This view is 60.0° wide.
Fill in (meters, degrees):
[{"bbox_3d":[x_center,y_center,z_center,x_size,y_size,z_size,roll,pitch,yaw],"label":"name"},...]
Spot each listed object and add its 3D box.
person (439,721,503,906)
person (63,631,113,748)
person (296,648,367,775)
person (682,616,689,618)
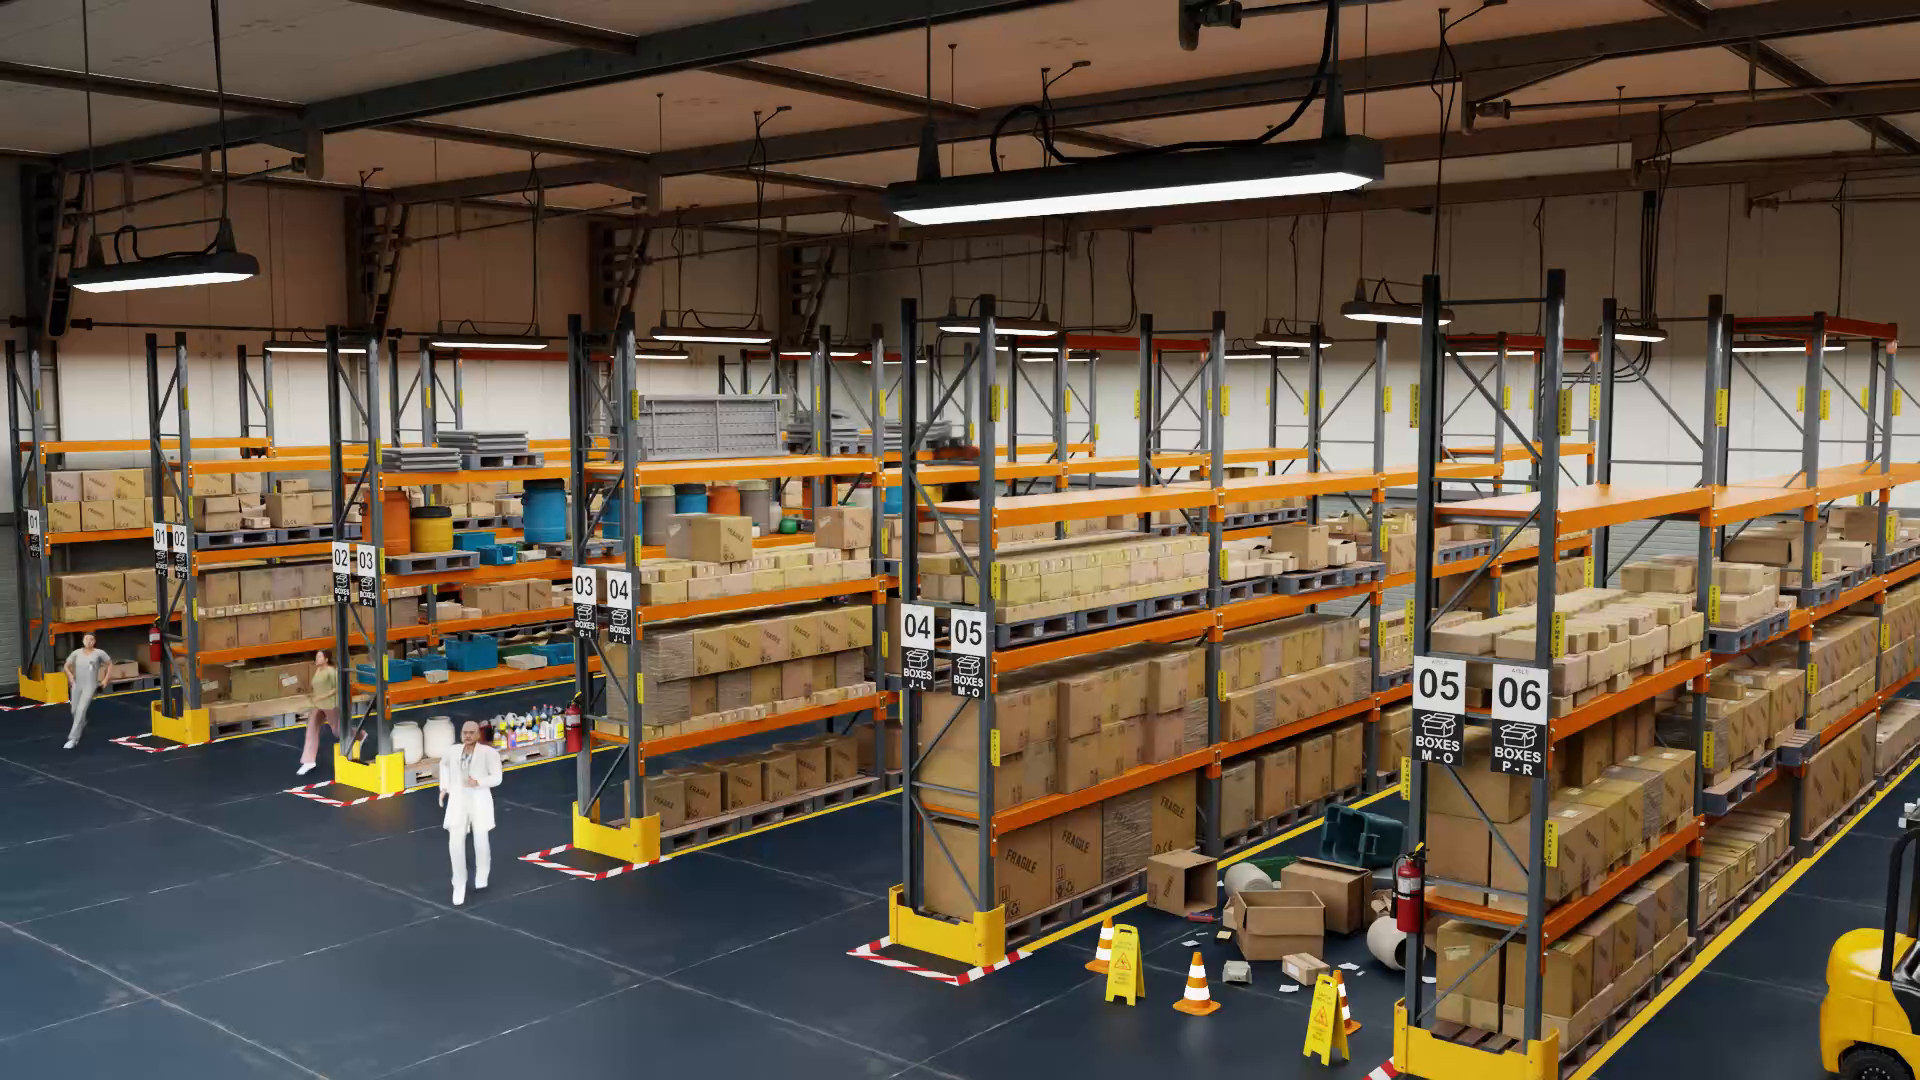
[{"bbox_3d":[-4.993,2.751,16.967,0.669,1.831,0.838,-1,5,-8],"label":"person"},{"bbox_3d":[-12.759,2.147,24.286,0.636,1.635,0.954,-1,5,-10],"label":"person"},{"bbox_3d":[-8.615,2.309,22.774,0.540,1.685,1.107,3,6,30],"label":"person"},{"bbox_3d":[-4.608,1.824,28.111,0.559,1.621,0.591,5,7,41],"label":"person"}]
